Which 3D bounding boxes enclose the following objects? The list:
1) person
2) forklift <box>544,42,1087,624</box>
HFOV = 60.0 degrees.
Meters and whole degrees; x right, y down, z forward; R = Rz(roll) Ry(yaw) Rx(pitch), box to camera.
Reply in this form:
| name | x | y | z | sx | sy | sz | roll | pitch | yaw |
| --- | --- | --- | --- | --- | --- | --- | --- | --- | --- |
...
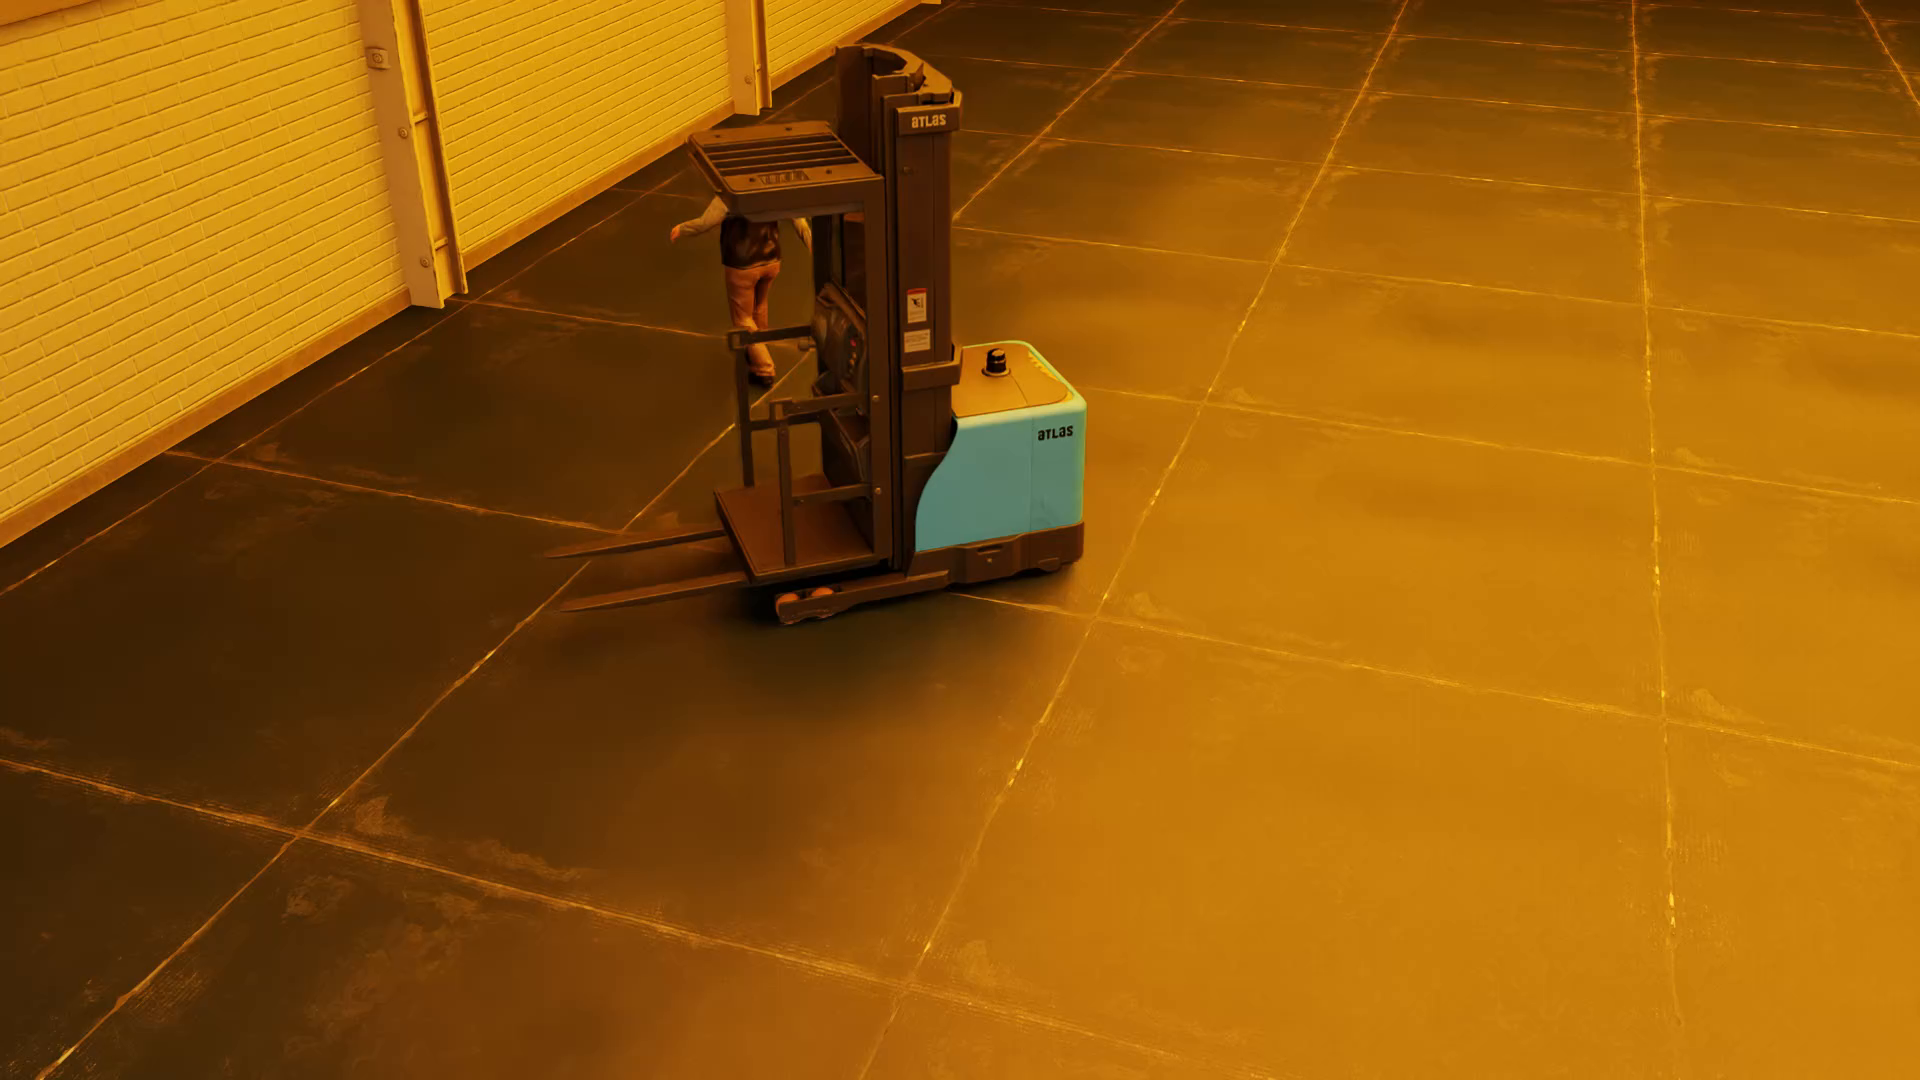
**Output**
| name | x | y | z | sx | sy | sz | roll | pitch | yaw |
| --- | --- | --- | --- | --- | --- | --- | --- | --- | --- |
| person | -1.487 | -1.996 | 11.904 | 0.943 | 1.701 | 0.756 | -21 | 36 | -32 |
| forklift | -0.845 | -1.099 | 9.065 | 3.031 | 2.935 | 1.130 | -10 | 31 | -17 |
